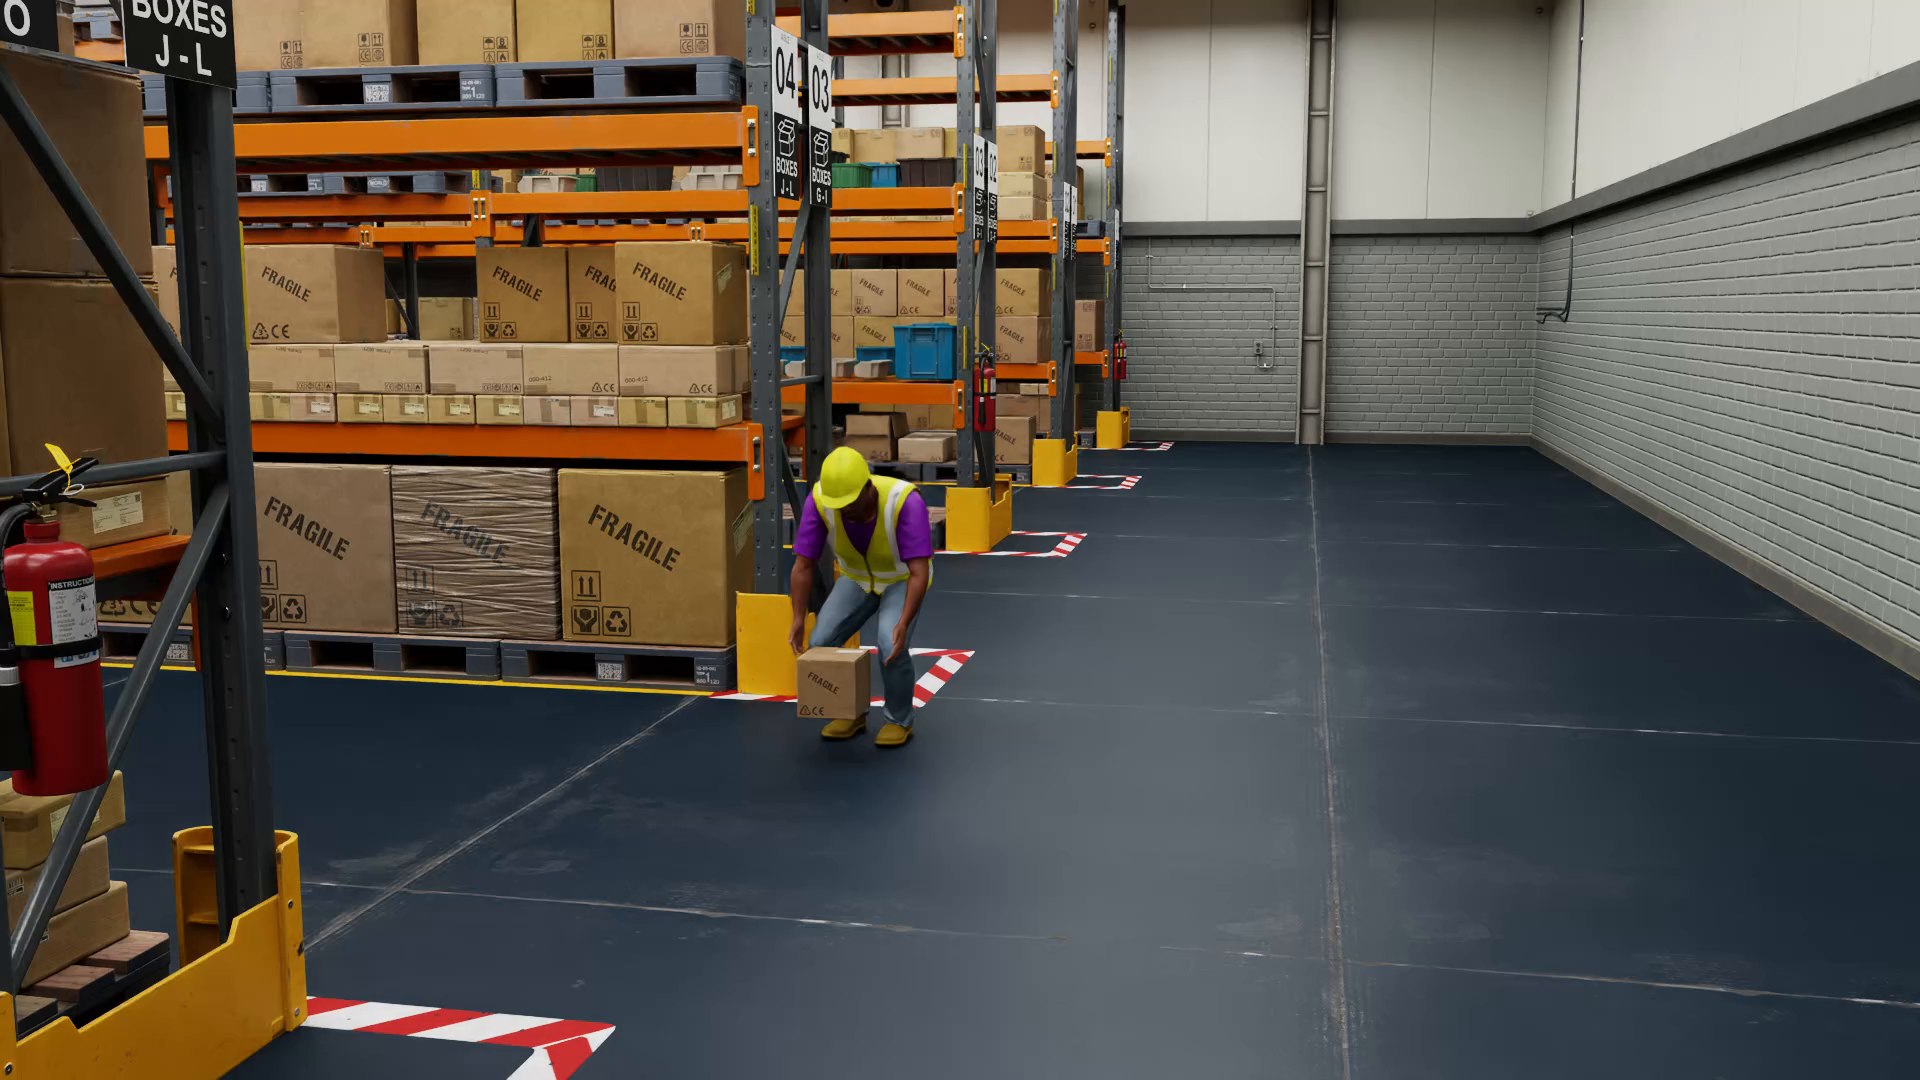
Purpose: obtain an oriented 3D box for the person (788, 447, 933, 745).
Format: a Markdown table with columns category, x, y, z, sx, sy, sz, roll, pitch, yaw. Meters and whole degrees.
| category | x | y | z | sx | sy | sz | roll | pitch | yaw |
| --- | --- | --- | --- | --- | --- | --- | --- | --- | --- |
| person | -0.378 | 0.232 | 7.199 | 0.630 | 1.317 | 0.802 | 3 | 9 | 22 |
